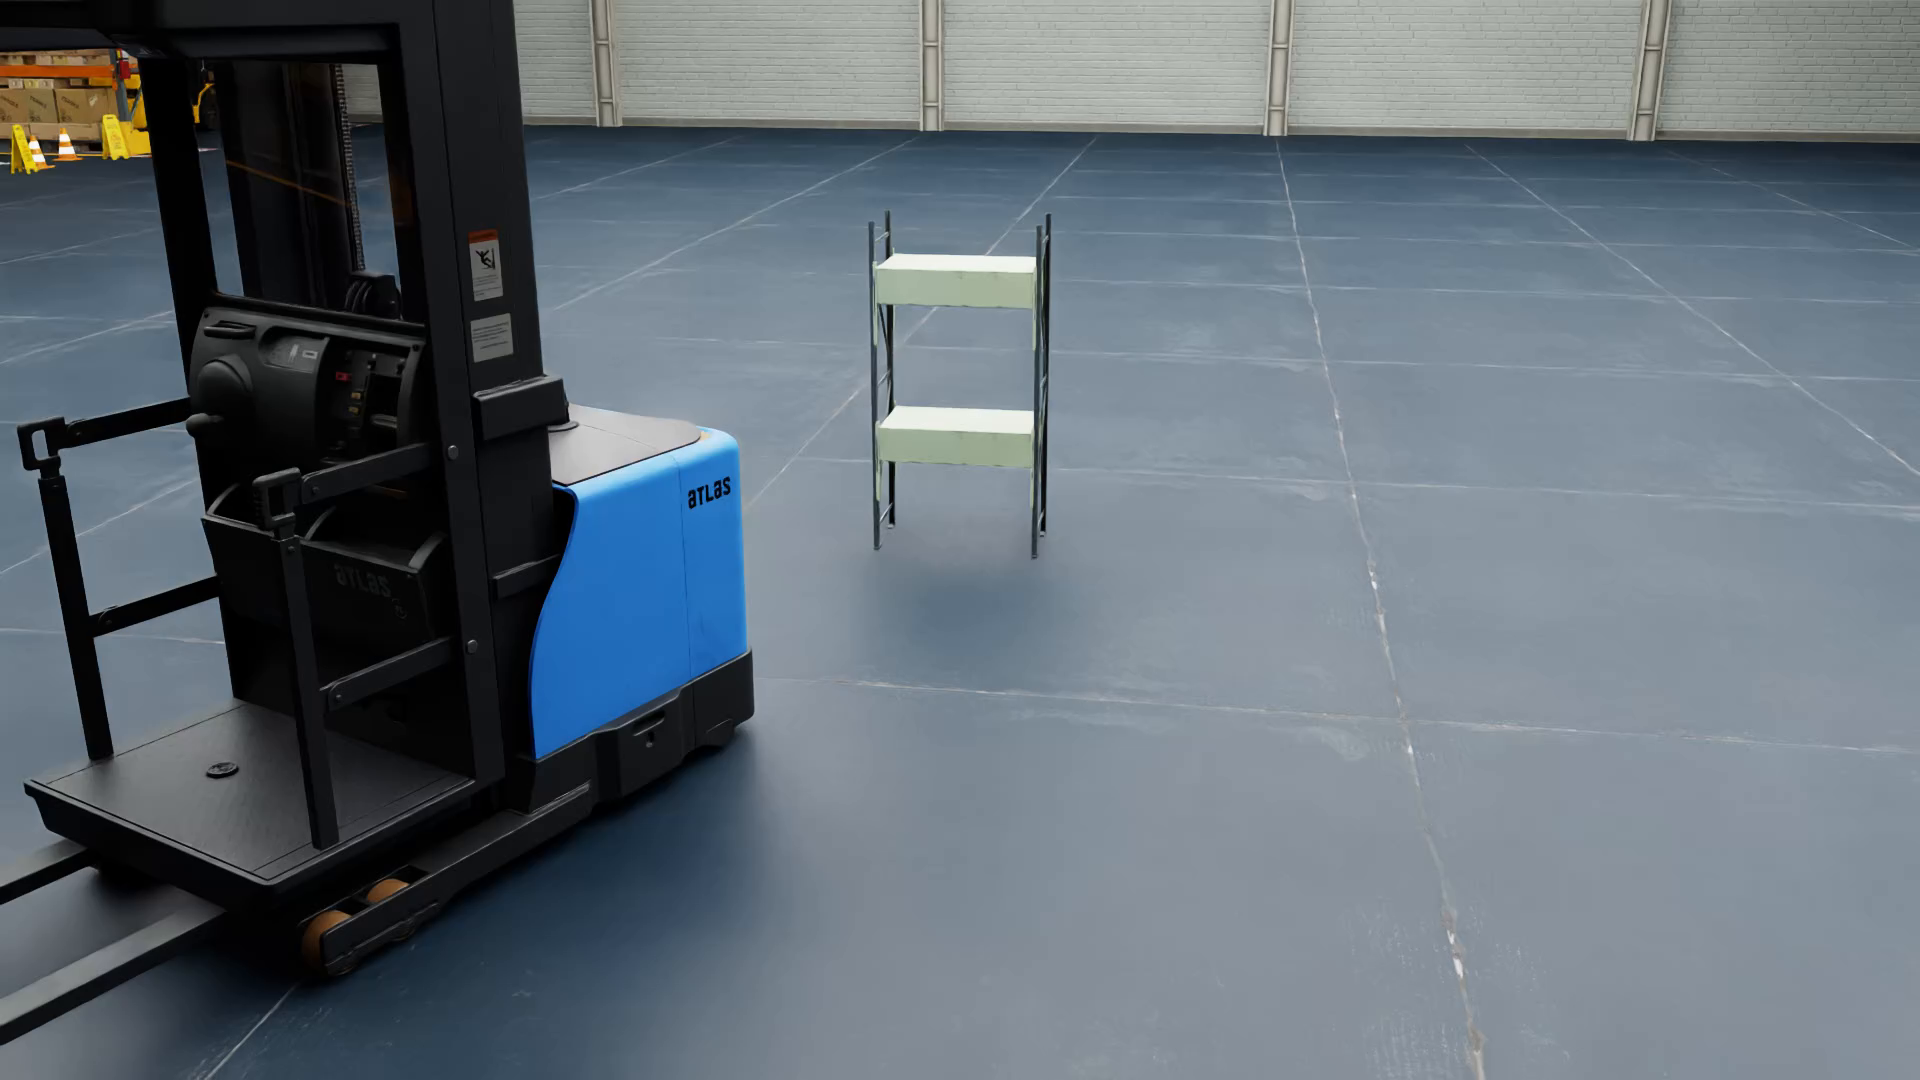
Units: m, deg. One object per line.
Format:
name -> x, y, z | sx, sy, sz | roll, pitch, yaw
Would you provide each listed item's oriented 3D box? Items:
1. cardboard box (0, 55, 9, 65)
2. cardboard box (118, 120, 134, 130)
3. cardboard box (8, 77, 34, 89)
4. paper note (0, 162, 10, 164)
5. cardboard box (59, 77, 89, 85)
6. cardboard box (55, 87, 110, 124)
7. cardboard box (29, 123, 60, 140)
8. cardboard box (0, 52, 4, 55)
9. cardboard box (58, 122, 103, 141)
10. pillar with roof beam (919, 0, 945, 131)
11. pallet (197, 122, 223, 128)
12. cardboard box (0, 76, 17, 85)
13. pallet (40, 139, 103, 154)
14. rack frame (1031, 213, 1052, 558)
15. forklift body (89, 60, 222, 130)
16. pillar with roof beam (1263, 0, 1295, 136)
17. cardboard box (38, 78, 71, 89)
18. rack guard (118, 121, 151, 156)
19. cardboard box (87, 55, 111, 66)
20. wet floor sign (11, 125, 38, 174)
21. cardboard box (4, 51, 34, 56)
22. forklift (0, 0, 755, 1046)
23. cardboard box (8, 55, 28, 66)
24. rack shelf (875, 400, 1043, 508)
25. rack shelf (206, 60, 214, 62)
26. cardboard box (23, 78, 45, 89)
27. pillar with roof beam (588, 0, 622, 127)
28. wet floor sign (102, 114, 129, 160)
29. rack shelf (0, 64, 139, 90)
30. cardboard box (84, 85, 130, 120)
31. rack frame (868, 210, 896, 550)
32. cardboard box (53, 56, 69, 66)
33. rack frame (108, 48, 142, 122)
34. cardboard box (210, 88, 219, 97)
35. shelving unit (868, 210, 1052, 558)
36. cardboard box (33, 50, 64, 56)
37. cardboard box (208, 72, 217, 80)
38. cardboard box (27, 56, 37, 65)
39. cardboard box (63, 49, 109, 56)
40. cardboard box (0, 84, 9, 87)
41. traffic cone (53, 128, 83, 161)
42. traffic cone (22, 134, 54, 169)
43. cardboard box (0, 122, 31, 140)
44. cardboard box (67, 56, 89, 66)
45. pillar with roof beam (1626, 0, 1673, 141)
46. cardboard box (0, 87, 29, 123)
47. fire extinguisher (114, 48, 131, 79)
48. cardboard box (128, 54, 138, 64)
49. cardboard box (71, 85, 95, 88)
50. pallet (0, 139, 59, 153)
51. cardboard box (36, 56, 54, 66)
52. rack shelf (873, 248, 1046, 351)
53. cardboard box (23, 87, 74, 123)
cardboard box -> -14.490, -7.353, 25.446 | 0.250, 0.149, 0.380 | 3, 19, 9
cardboard box -> -13.333, -6.459, 26.052 | 0.500, 0.250, 0.500 | 3, 19, 8
cardboard box -> -14.294, -6.979, 25.401 | 0.250, 0.149, 0.380 | 4, 19, 11
paper note -> -13.830, -5.453, 24.052 | 0.142, 0.019, 0.148 | -3, 19, -10
cardboard box -> -16.263, -8.289, 30.930 | 0.625, 0.625, 0.875 | 4, 19, 11
cardboard box -> -13.413, -6.646, 25.429 | 0.500, 0.500, 0.500 | 3, 19, 9
cardboard box -> -13.932, -6.317, 25.627 | 0.500, 0.250, 0.500 | 3, 19, 9
cardboard box -> -14.645, -7.651, 25.315 | 0.500, 0.500, 0.500 | 3, 19, 9
cardboard box -> -13.445, -6.290, 25.545 | 0.500, 0.250, 0.500 | 3, 19, 8
pillar with roof beam -> -1.176, -10.202, 24.111 | 0.400, 9.000, 9.100 | 3, 19, 9
pallet -> -13.760, -7.757, 30.654 | 1.213, 0.211, 1.003 | 3, 19, 9
cardboard box -> -17.771, -8.368, 31.165 | 0.625, 0.625, 0.875 | 2, 19, 6
pallet -> -13.452, -6.170, 25.911 | 1.213, 0.211, 1.003 | 3, 19, 9
rack frame -> 0.368, -0.692, 7.509 | 0.023, 1.500, 0.400 | 3, 19, 9
forklift body -> -13.959, -8.114, 28.662 | 1.214, 2.155, 2.313 | 3, 19, 9
pillar with roof beam -> 4.748, -9.900, 23.209 | 0.400, 9.000, 9.100 | 3, 19, 9
cardboard box -> -13.786, -6.951, 25.319 | 0.250, 0.149, 0.380 | 3, 19, 10
rack guard -> -12.656, -6.255, 25.710 | 0.348, 0.500, 1.175 | 3, 19, 9
cardboard box -> -12.984, -7.270, 25.198 | 0.250, 0.149, 0.380 | 4, 19, 10
wet floor sign -> -12.923, -5.383, 22.875 | 0.232, 0.644, 0.267 | 0, 19, -1
cardboard box -> -14.147, -7.619, 25.221 | 0.500, 0.500, 0.500 | 3, 19, 8
forklift -> -1.921, -0.412, 4.416 | 1.130, 2.935, 3.031 | 11, 22, 30
cardboard box -> -14.258, -7.312, 25.325 | 0.250, 0.149, 0.380 | 3, 19, 8
rack shelf -> 0.007, -0.402, 7.668 | 0.720, 0.370, 0.431 | 3, 19, 9
rack shelf -> -13.772, -8.752, 30.365 | 4.000, 0.370, 1.077 | 3, 19, 9
cardboard box -> -14.034, -6.965, 25.360 | 0.250, 0.149, 0.380 | 3, 19, 10
pillar with roof beam -> -7.100, -10.504, 25.014 | 0.400, 9.000, 9.100 | 3, 19, 9
wet floor sign -> -12.563, -5.976, 24.645 | 0.232, 0.644, 0.267 | 10, 21, 27
rack shelf -> -14.555, -7.196, 25.717 | 4.000, 0.370, 1.077 | 3, 19, 9
cardboard box -> -13.357, -6.816, 25.936 | 0.500, 0.500, 0.500 | 2, 19, 7
rack frame -> -0.355, -0.729, 7.619 | 0.023, 1.500, 0.400 | 3, 19, 9
cardboard box -> -13.501, -7.267, 25.191 | 0.250, 0.149, 0.380 | 3, 19, 8
rack frame -> -12.581, -7.437, 25.302 | 0.127, 3.000, 1.000 | 3, 19, 9
cardboard box -> -13.334, -8.099, 30.165 | 0.500, 0.250, 0.500 | 2, 19, 7
shelving unit -> 0.007, -0.711, 7.564 | 0.755, 1.500, 0.431 | 3, 19, 9
cardboard box -> -13.654, -7.593, 25.143 | 0.500, 0.500, 0.500 | 3, 19, 9
cardboard box -> -13.306, -8.333, 30.077 | 0.500, 0.250, 0.500 | 3, 19, 9
cardboard box -> -13.991, -7.328, 25.372 | 0.250, 0.149, 0.380 | 3, 19, 9
cardboard box -> -13.160, -7.566, 25.063 | 0.500, 0.500, 0.500 | 3, 19, 8
cardboard box -> -14.897, -6.893, 26.166 | 0.500, 0.500, 0.500 | 4, 19, 12
traffic cone -> -13.210, -5.851, 24.562 | 0.334, 0.463, 0.336 | 3, 19, 9
traffic cone -> -13.050, -5.486, 23.471 | 0.334, 0.463, 0.336 | 3, 19, 9
cardboard box -> -14.449, -6.342, 25.700 | 0.500, 0.250, 0.500 | 2, 19, 7
cardboard box -> -13.252, -7.248, 25.132 | 0.250, 0.149, 0.380 | 3, 19, 8
pillar with roof beam -> 10.672, -9.598, 22.306 | 0.400, 9.000, 9.100 | 3, 19, 9
cardboard box -> -14.426, -6.699, 25.587 | 0.500, 0.500, 0.500 | 2, 19, 7
fire extinguisher -> -12.541, -7.250, 24.866 | 0.183, 0.674, 0.296 | 3, 19, 9
cardboard box -> -12.883, -7.400, 25.587 | 0.250, 0.149, 0.380 | 3, 19, 9
cardboard box -> -13.874, -6.841, 26.011 | 0.500, 0.500, 0.500 | 2, 19, 7
pallet -> -14.653, -6.232, 26.097 | 1.213, 0.211, 1.003 | 3, 19, 9
cardboard box -> -13.760, -7.271, 25.201 | 0.250, 0.149, 0.380 | 3, 19, 10
rack shelf -> 0.007, -1.081, 7.440 | 0.720, 0.370, 0.431 | 3, 19, 9
cardboard box -> -13.929, -6.672, 25.505 | 0.500, 0.500, 0.500 | 4, 19, 11
